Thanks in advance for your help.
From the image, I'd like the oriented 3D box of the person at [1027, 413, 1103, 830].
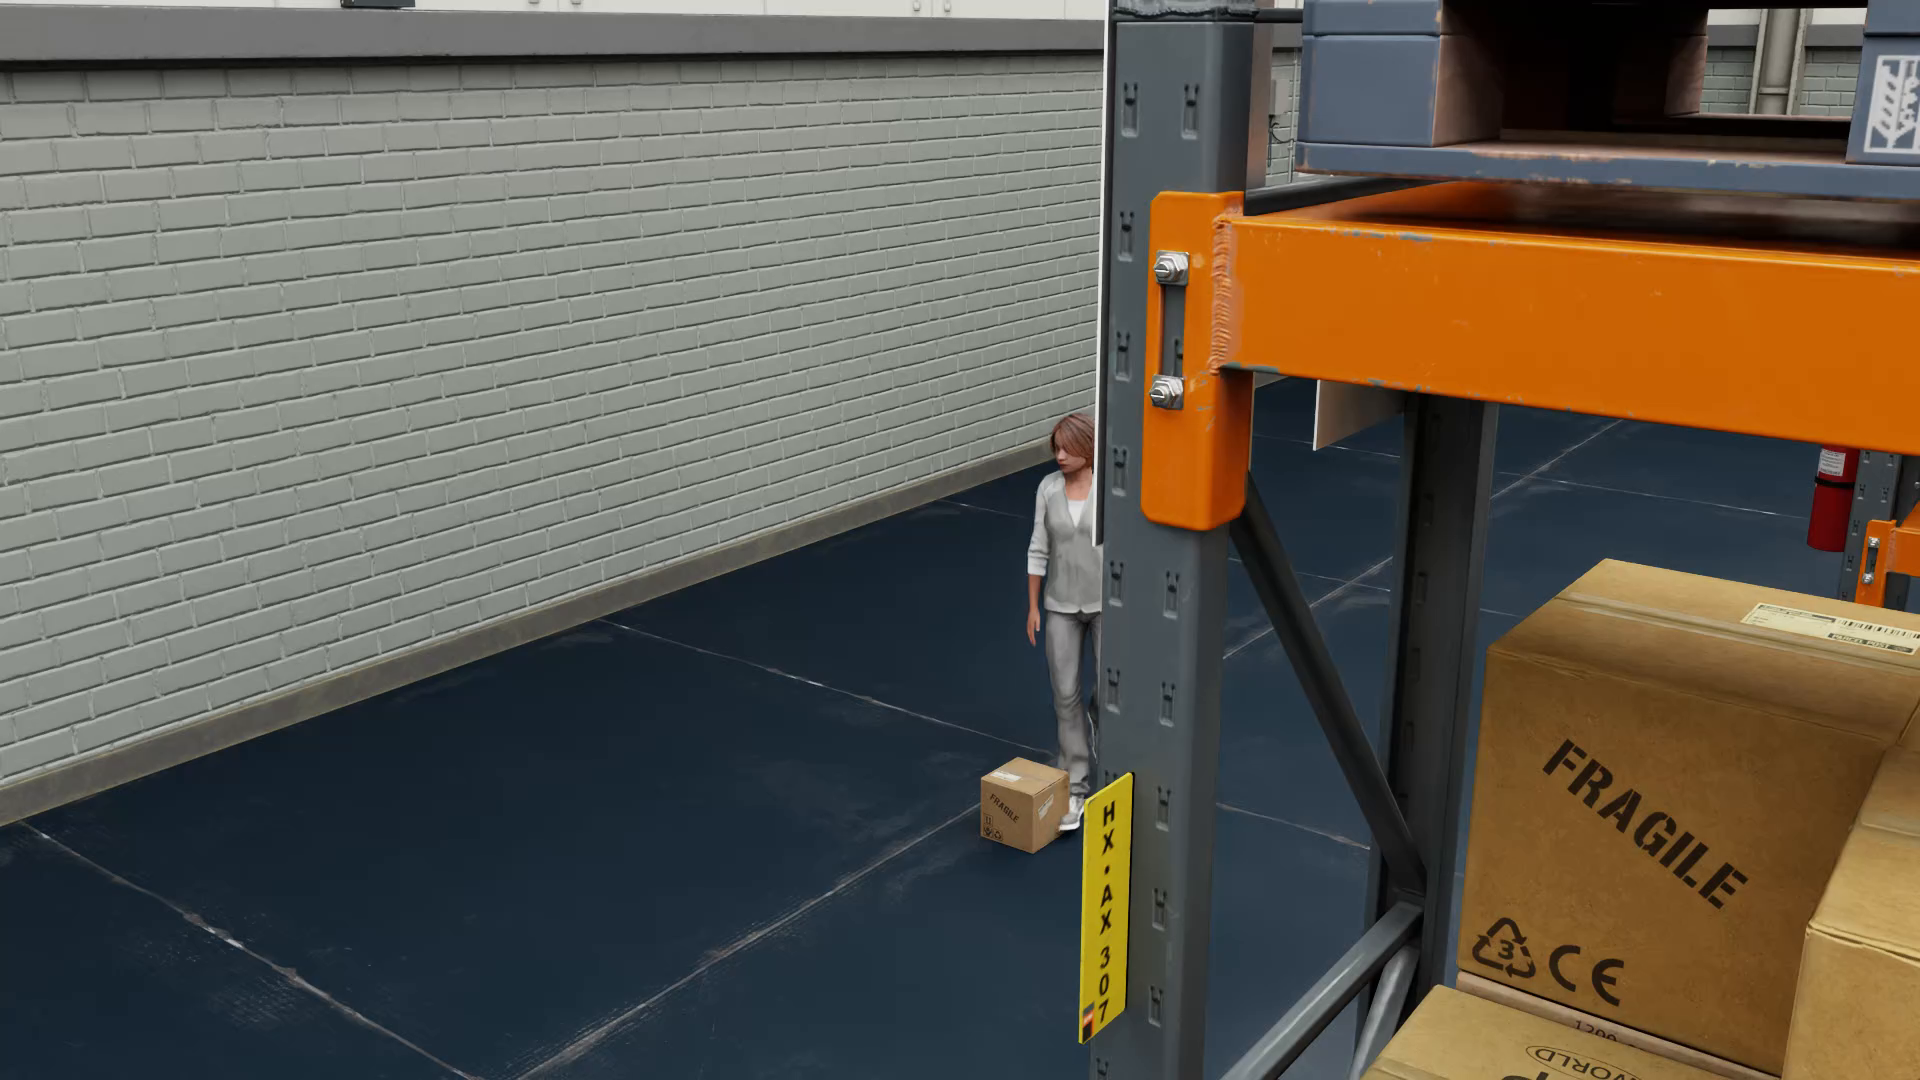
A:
[{"bbox_3d":[0.474,0.303,6.538,0.485,1.578,0.642,5,18,16],"label":"person"}]
